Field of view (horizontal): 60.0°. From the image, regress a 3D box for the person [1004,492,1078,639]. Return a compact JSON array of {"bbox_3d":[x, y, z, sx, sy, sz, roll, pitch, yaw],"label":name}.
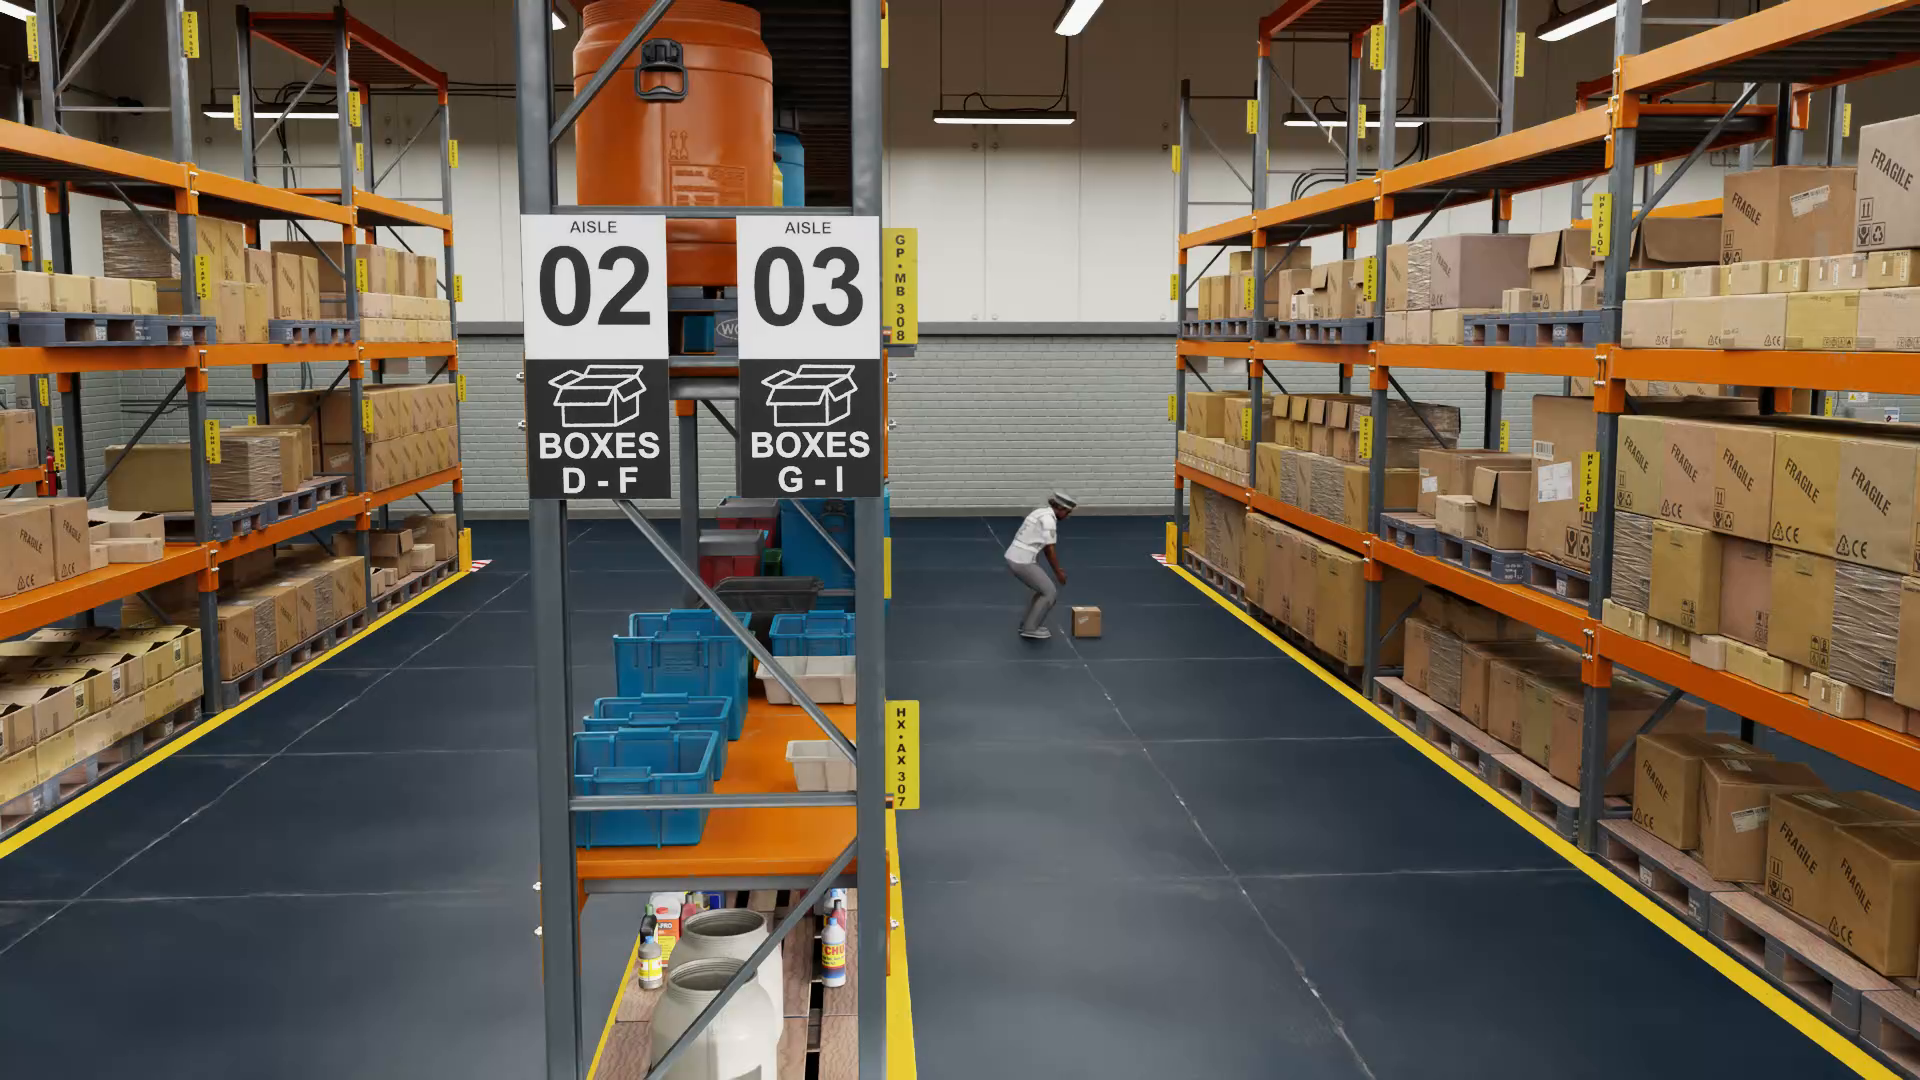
[{"bbox_3d":[0.783,0.233,16.026,0.708,1.387,0.496,0,7,-3],"label":"person"}]
